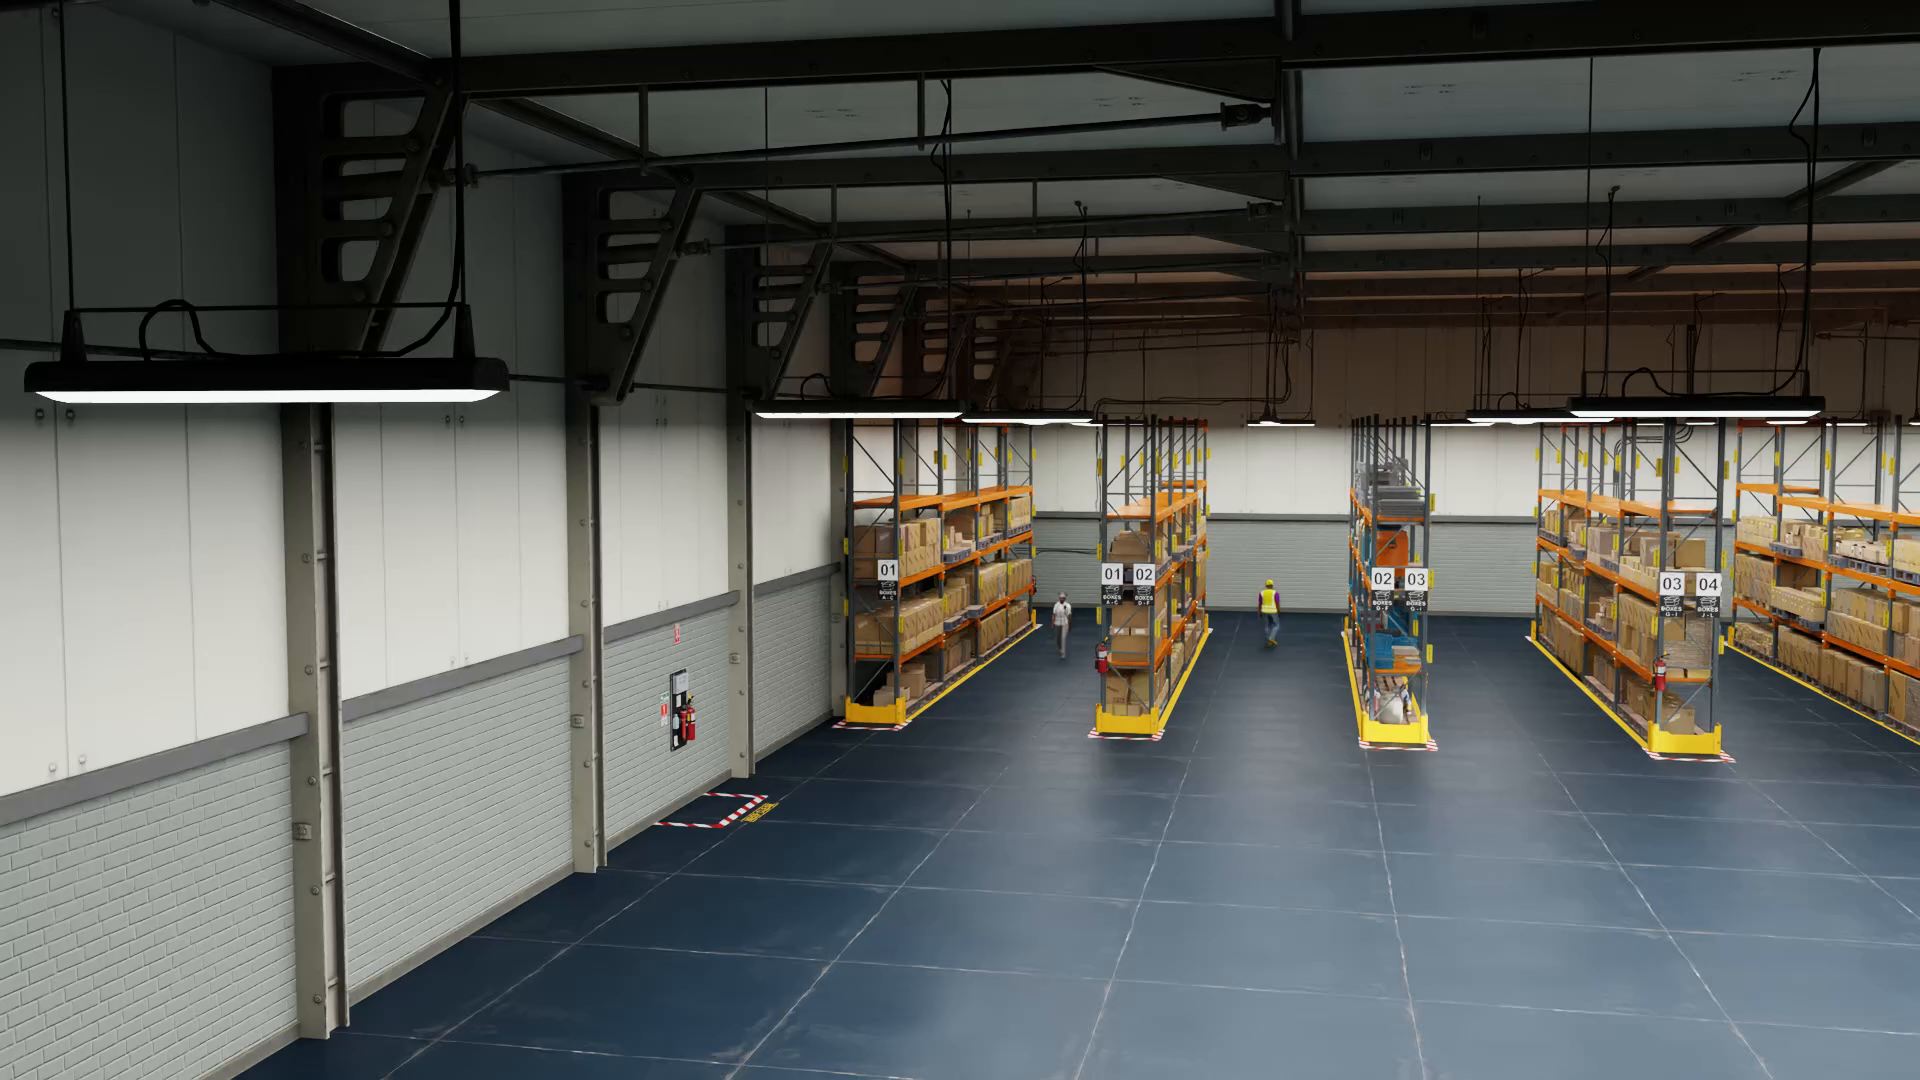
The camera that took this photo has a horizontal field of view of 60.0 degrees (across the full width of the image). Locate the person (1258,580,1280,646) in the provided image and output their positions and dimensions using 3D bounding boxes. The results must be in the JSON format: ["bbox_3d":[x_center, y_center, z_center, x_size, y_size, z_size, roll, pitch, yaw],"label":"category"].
[{"bbox_3d":[8.163,1.926,43.895,0.598,1.766,0.509,2,4,26],"label":"person"}]

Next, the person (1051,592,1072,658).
[{"bbox_3d":[2.555,2.107,41.723,0.495,1.630,1.045,1,4,11],"label":"person"}]
